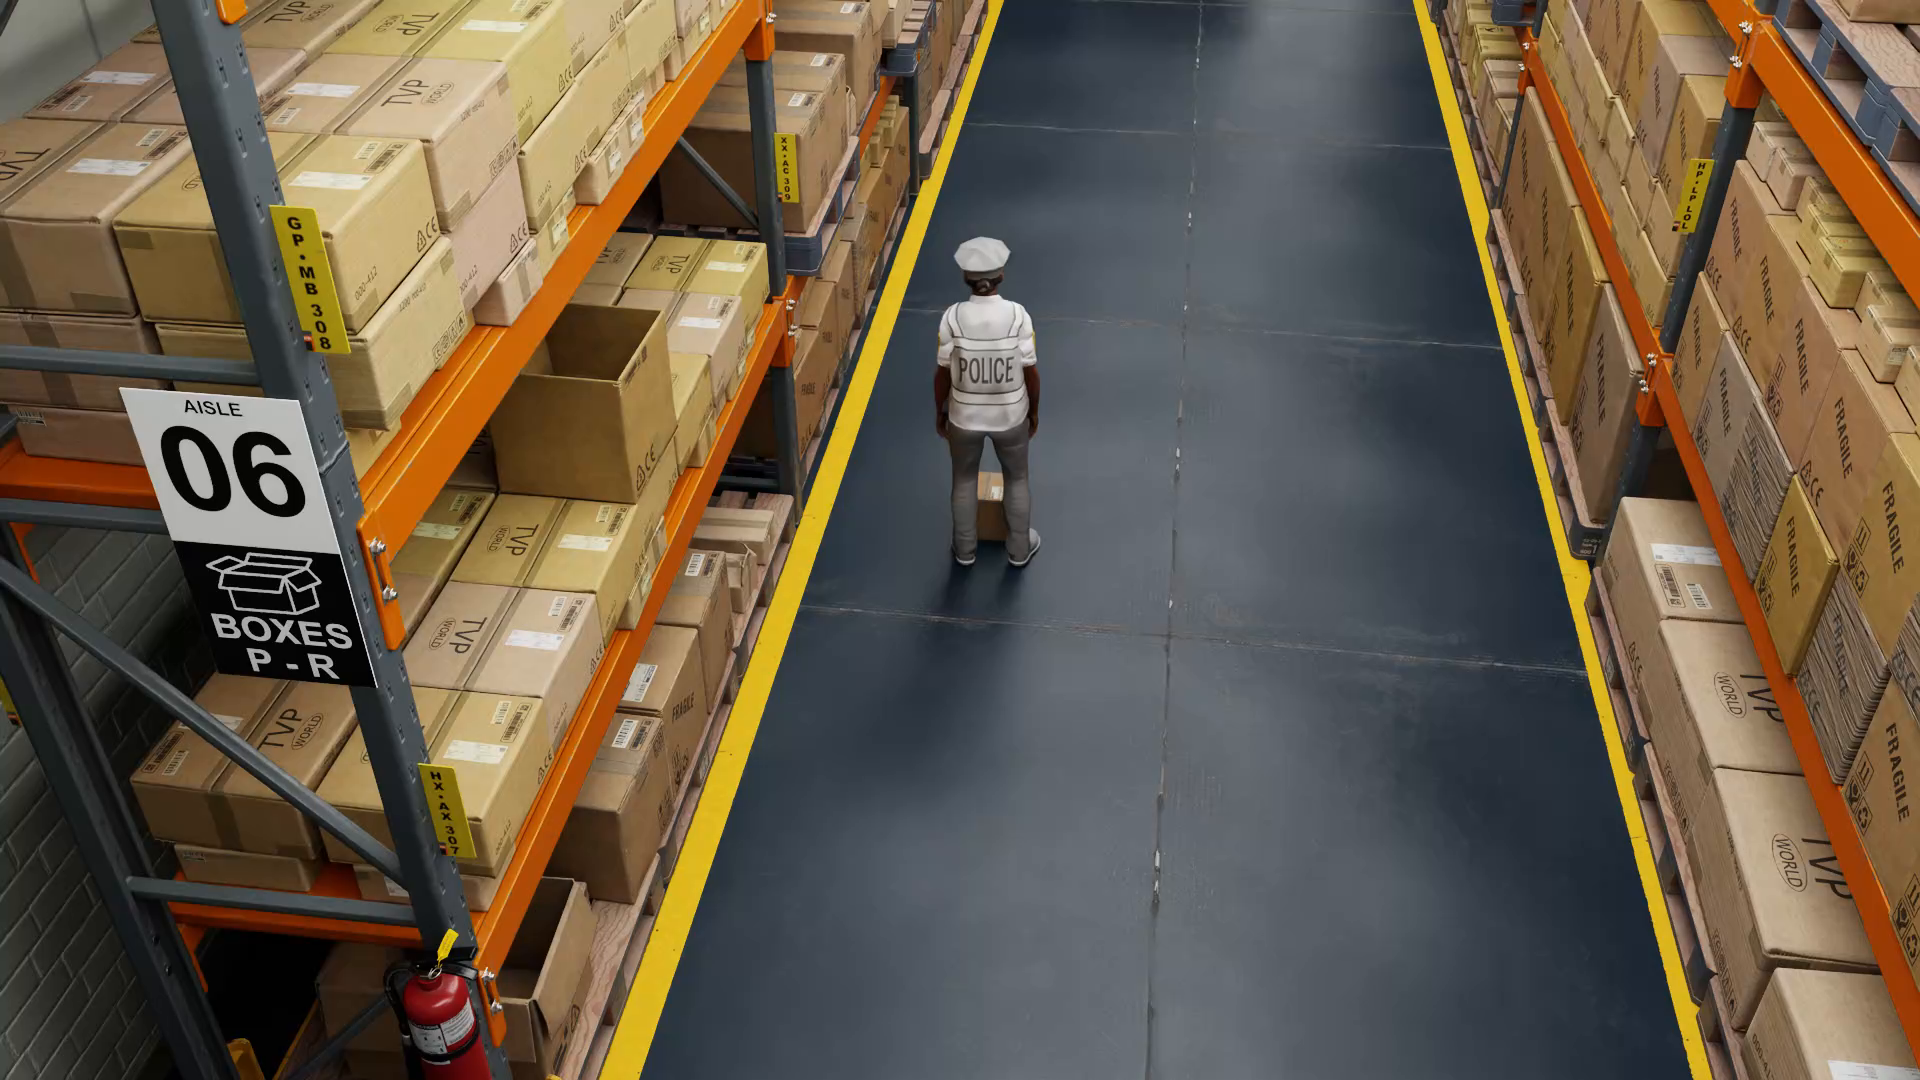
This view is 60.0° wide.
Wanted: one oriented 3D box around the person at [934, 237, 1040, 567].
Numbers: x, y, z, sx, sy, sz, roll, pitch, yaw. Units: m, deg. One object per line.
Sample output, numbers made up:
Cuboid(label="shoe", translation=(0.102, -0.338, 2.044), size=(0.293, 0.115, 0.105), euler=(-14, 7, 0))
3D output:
Cuboid(label="person", translation=(0.141, -0.597, 7.851), size=(0.524, 1.658, 0.395), euler=(1, 36, 1))
